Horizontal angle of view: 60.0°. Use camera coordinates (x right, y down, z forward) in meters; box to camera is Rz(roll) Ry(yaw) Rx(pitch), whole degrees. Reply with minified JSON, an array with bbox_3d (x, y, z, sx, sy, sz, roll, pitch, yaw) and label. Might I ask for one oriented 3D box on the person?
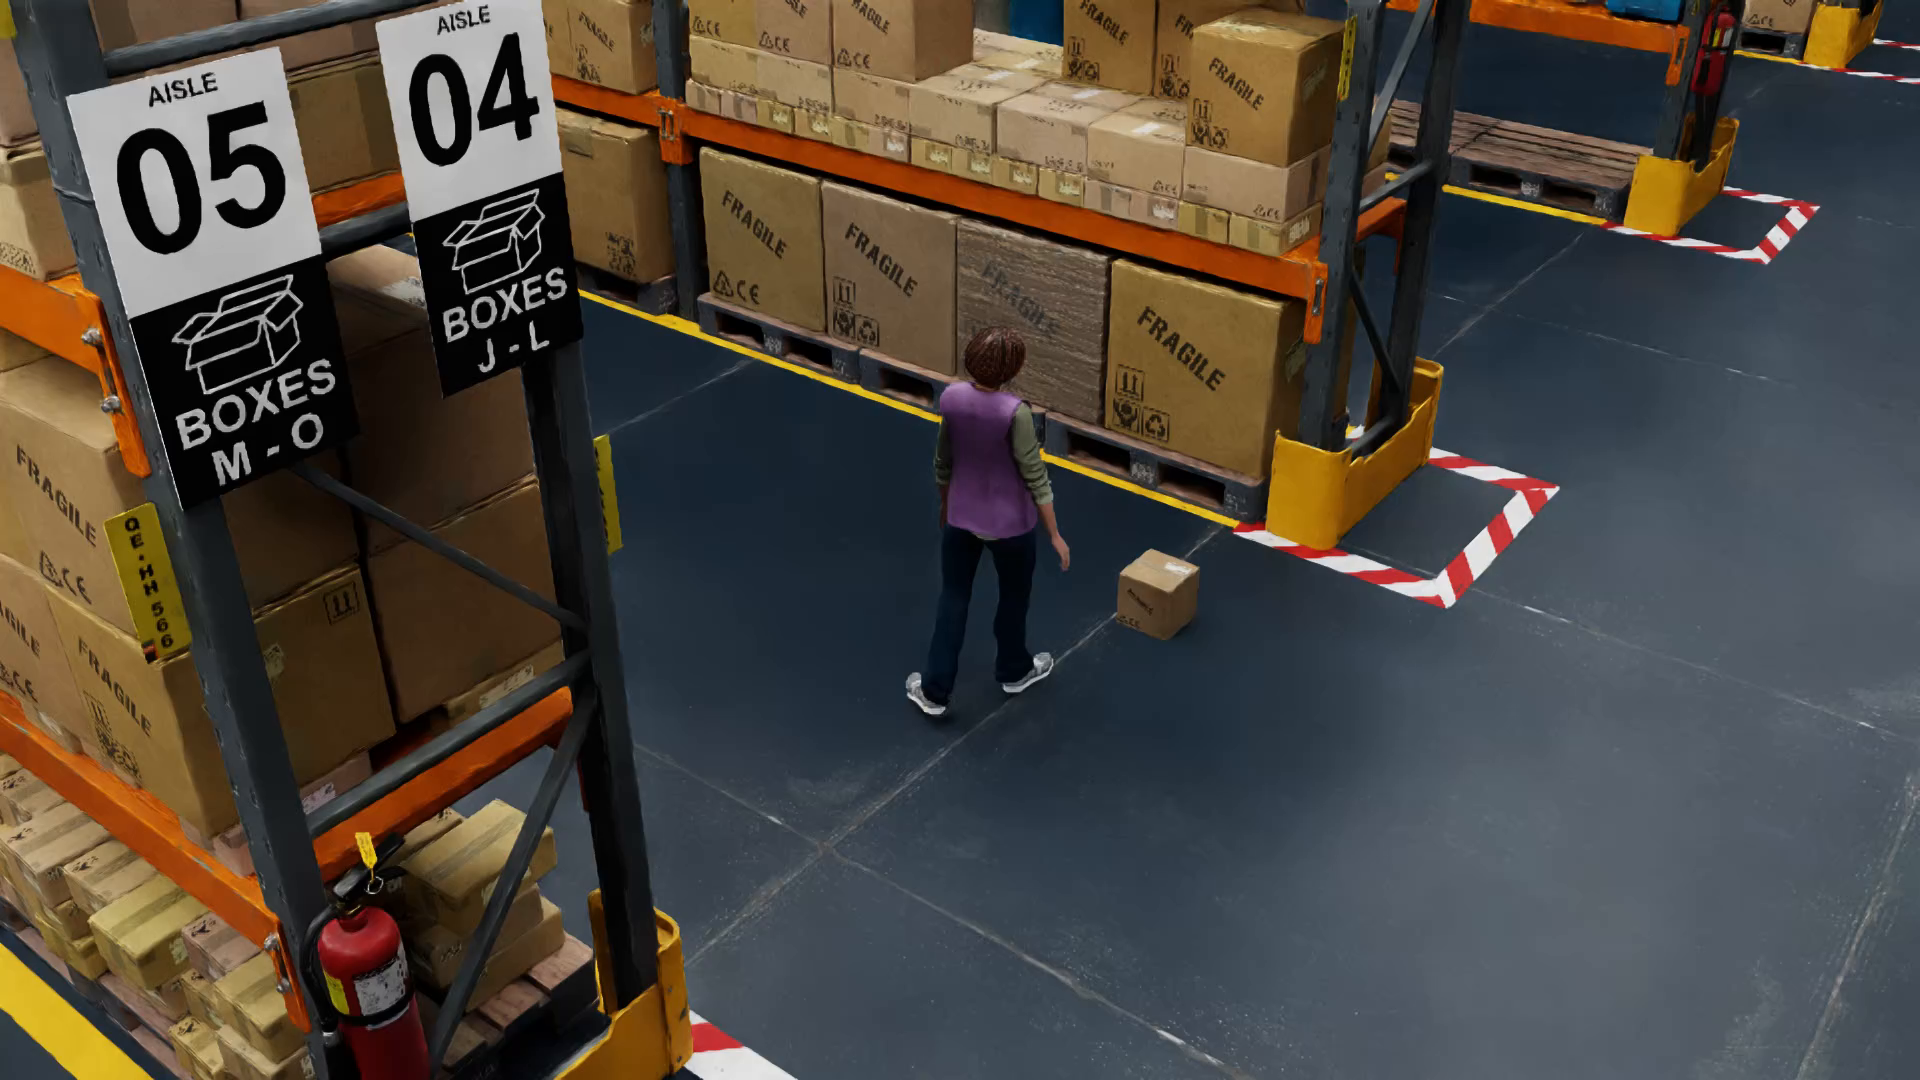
[{"bbox_3d":[0.130,-0.066,6.232,0.634,1.583,0.584,16,35,25],"label":"person"}]
